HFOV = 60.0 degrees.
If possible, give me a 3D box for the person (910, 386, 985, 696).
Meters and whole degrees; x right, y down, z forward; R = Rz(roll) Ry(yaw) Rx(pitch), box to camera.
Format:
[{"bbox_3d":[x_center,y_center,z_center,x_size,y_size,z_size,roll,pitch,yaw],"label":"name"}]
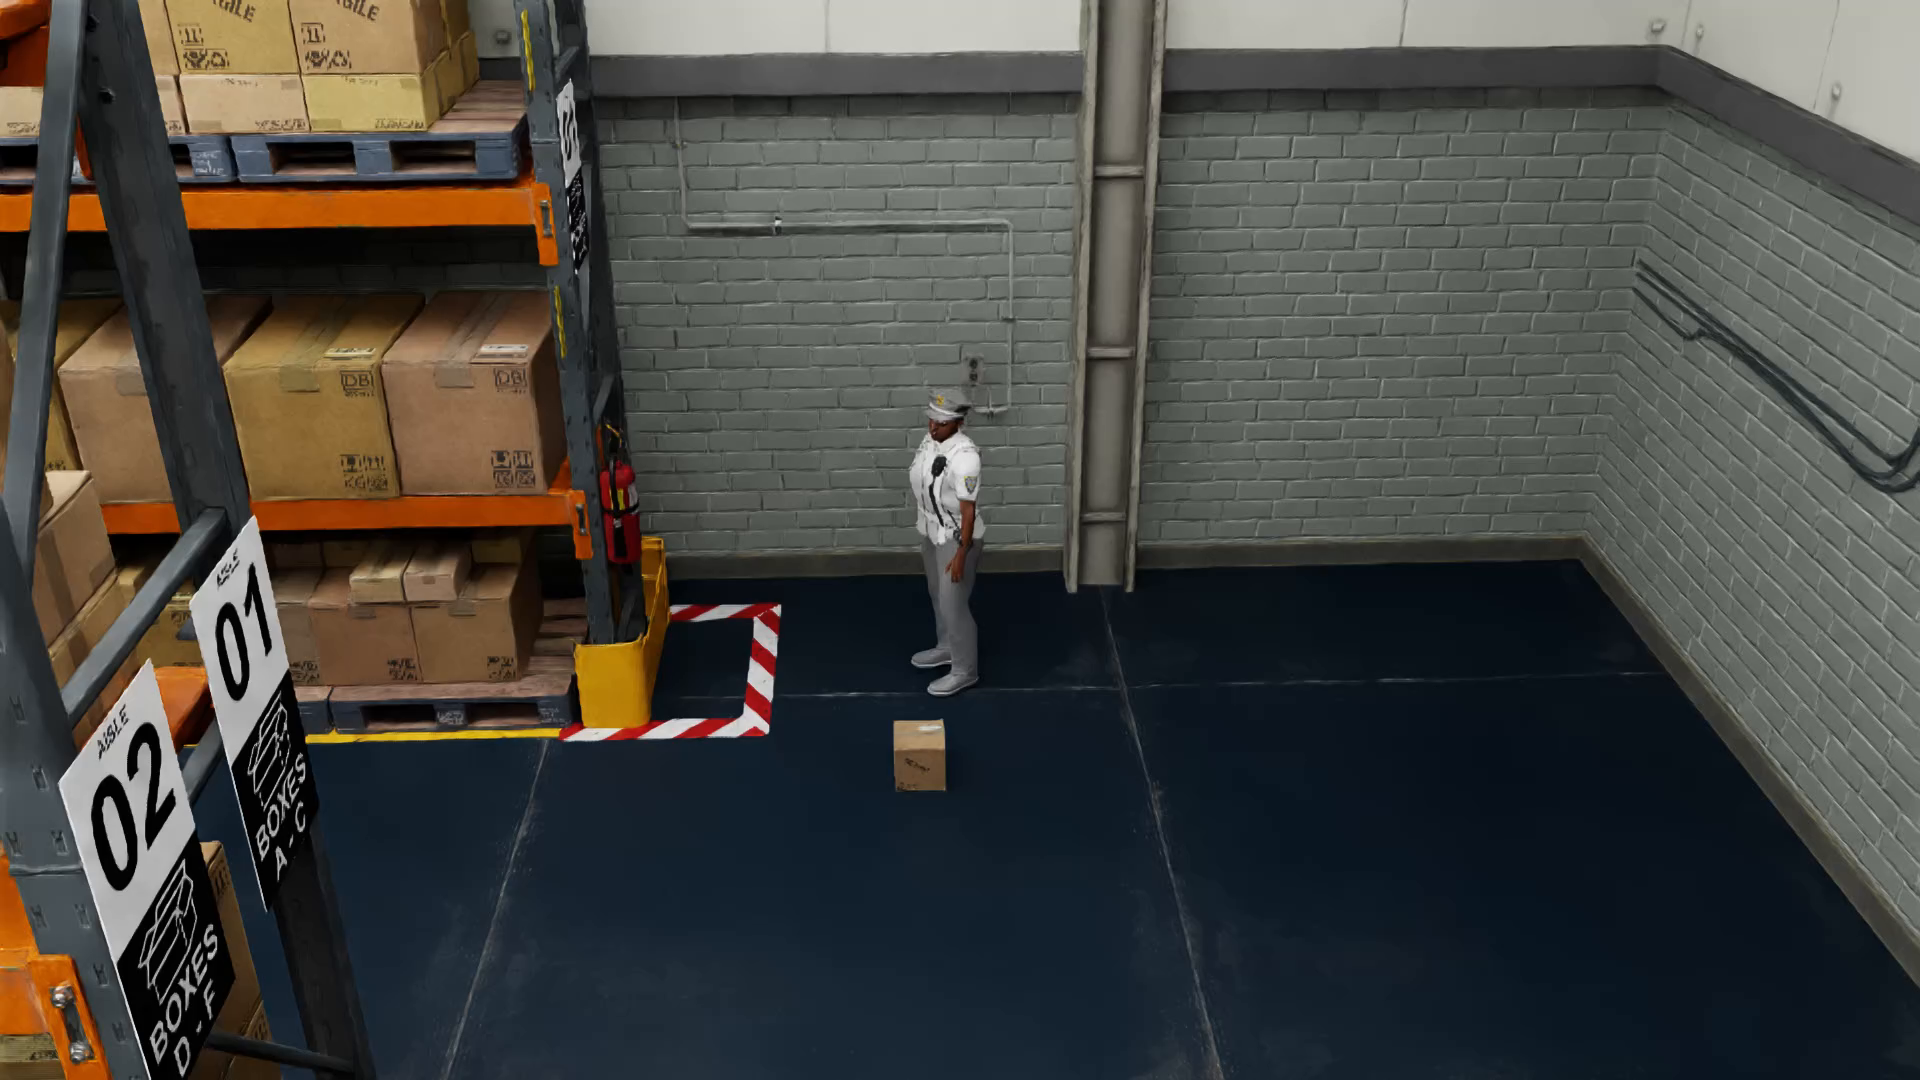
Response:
[{"bbox_3d":[-5.009,2.439,3.773,14.169,1.822,5.272,-14,31,-25],"label":"person"}]
